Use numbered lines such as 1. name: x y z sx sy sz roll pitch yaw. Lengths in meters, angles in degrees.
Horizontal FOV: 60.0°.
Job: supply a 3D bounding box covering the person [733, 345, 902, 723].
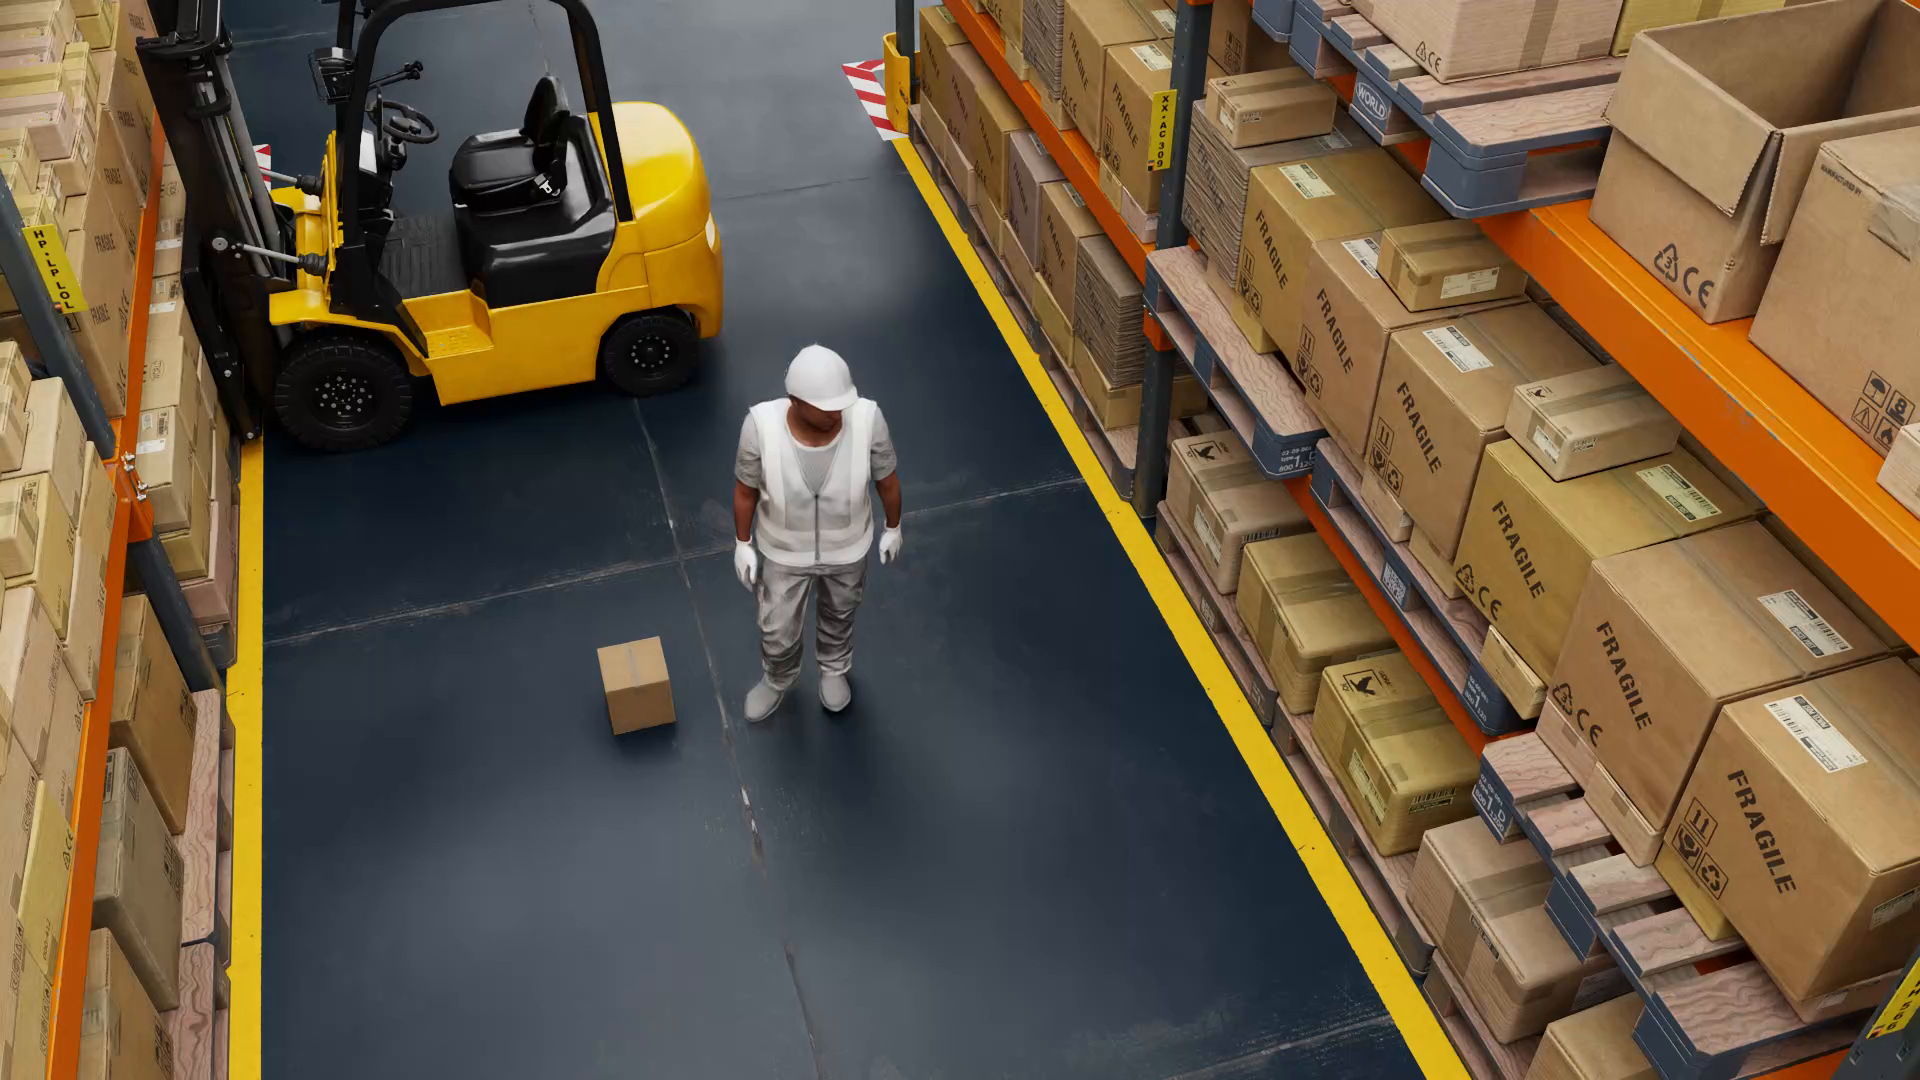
1. person: -0.540 -0.004 6.122 0.666 1.769 0.452 -6 42 -7
